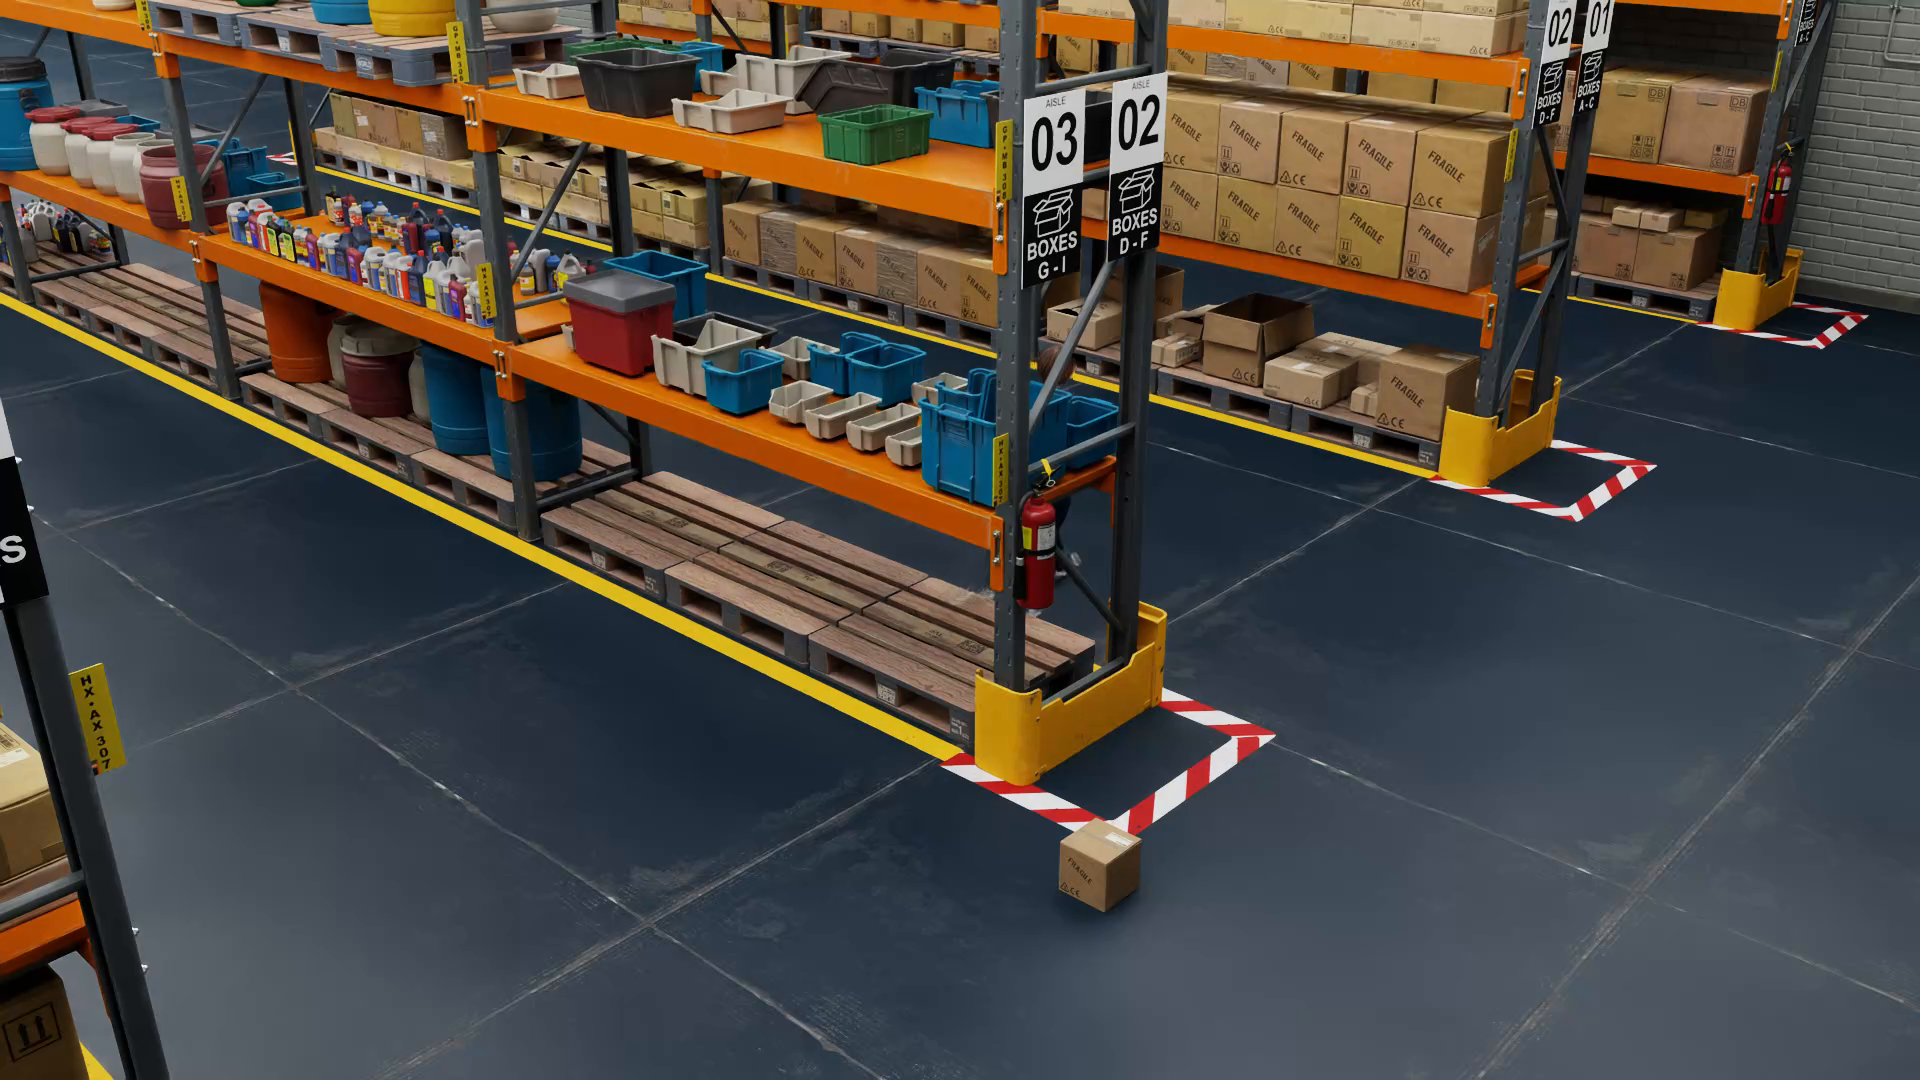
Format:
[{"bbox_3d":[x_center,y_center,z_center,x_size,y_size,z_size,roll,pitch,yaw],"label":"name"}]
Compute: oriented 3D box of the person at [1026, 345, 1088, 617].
[{"bbox_3d":[0.543,-0.375,9.423,0.454,1.553,0.884,22,32,40],"label":"person"}]
